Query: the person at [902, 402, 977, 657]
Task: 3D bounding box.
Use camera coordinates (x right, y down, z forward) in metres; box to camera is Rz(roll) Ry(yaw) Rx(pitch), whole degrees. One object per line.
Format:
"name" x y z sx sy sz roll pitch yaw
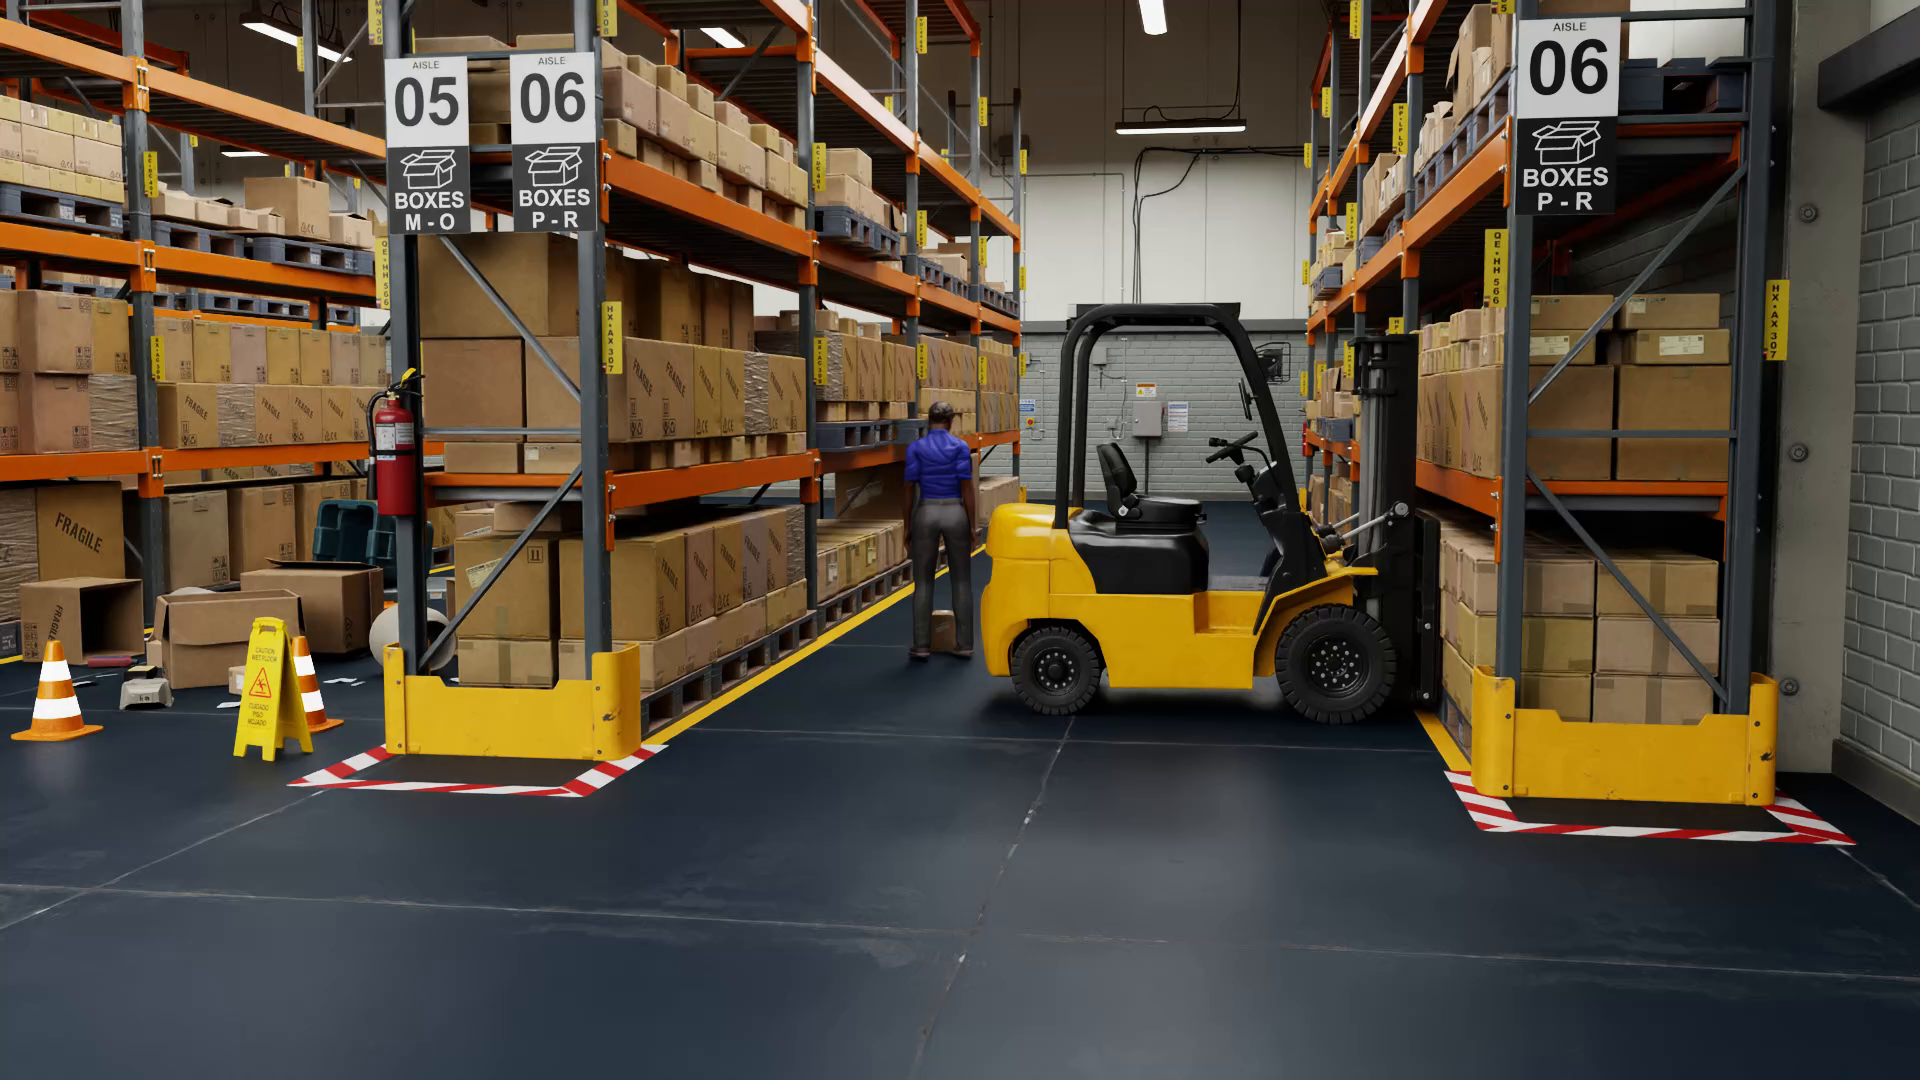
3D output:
"person" -0.130 -0.067 10.674 0.480 1.639 0.368 0 5 1
